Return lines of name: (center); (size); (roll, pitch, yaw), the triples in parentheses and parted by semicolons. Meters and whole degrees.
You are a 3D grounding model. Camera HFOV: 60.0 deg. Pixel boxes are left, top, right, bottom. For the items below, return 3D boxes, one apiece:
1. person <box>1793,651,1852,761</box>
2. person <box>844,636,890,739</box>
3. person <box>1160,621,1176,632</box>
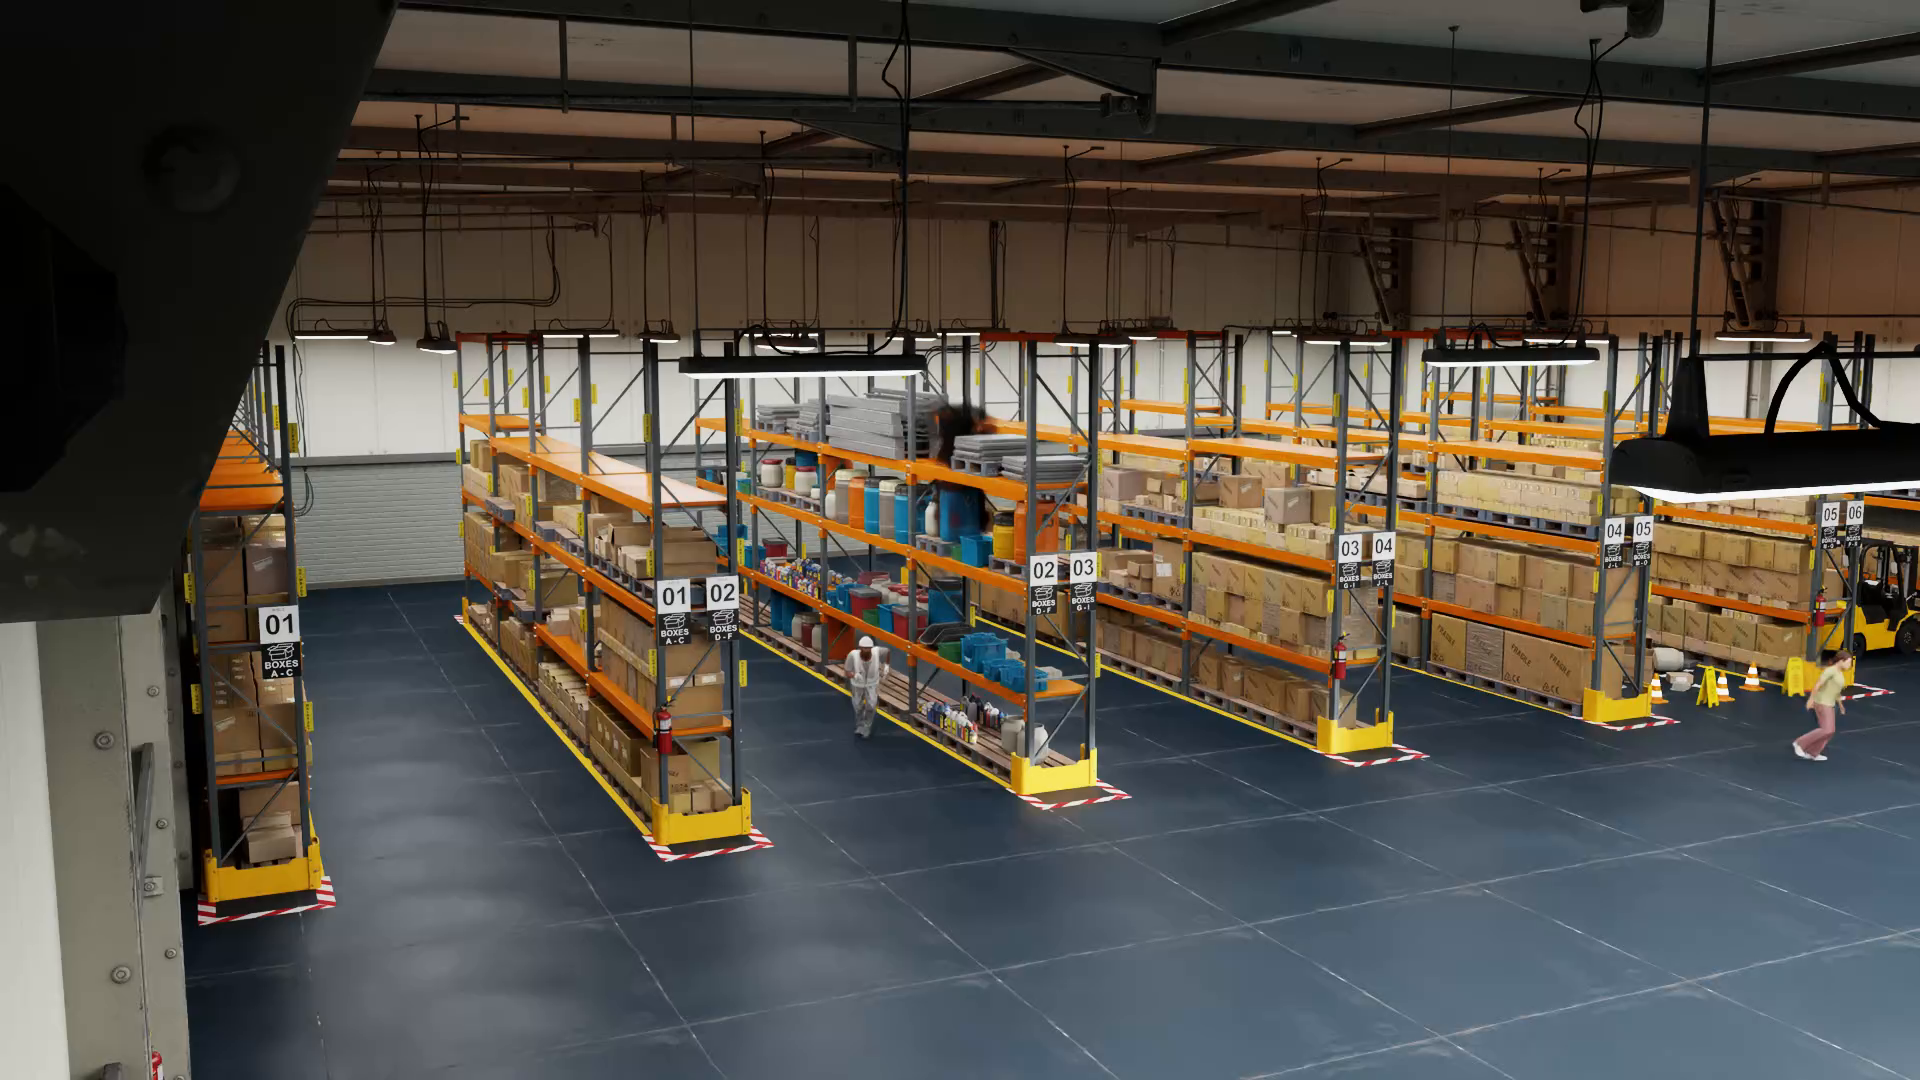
person: (12.277, 2.350, 23.666); (0.700, 1.596, 0.597); (-7, 11, -43)
person: (-1.380, 2.186, 24.808); (0.715, 1.621, 0.946); (-1, 8, -9)
person: (4.115, 1.094, 32.402); (0.649, 1.802, 0.822); (-2, 8, -17)
